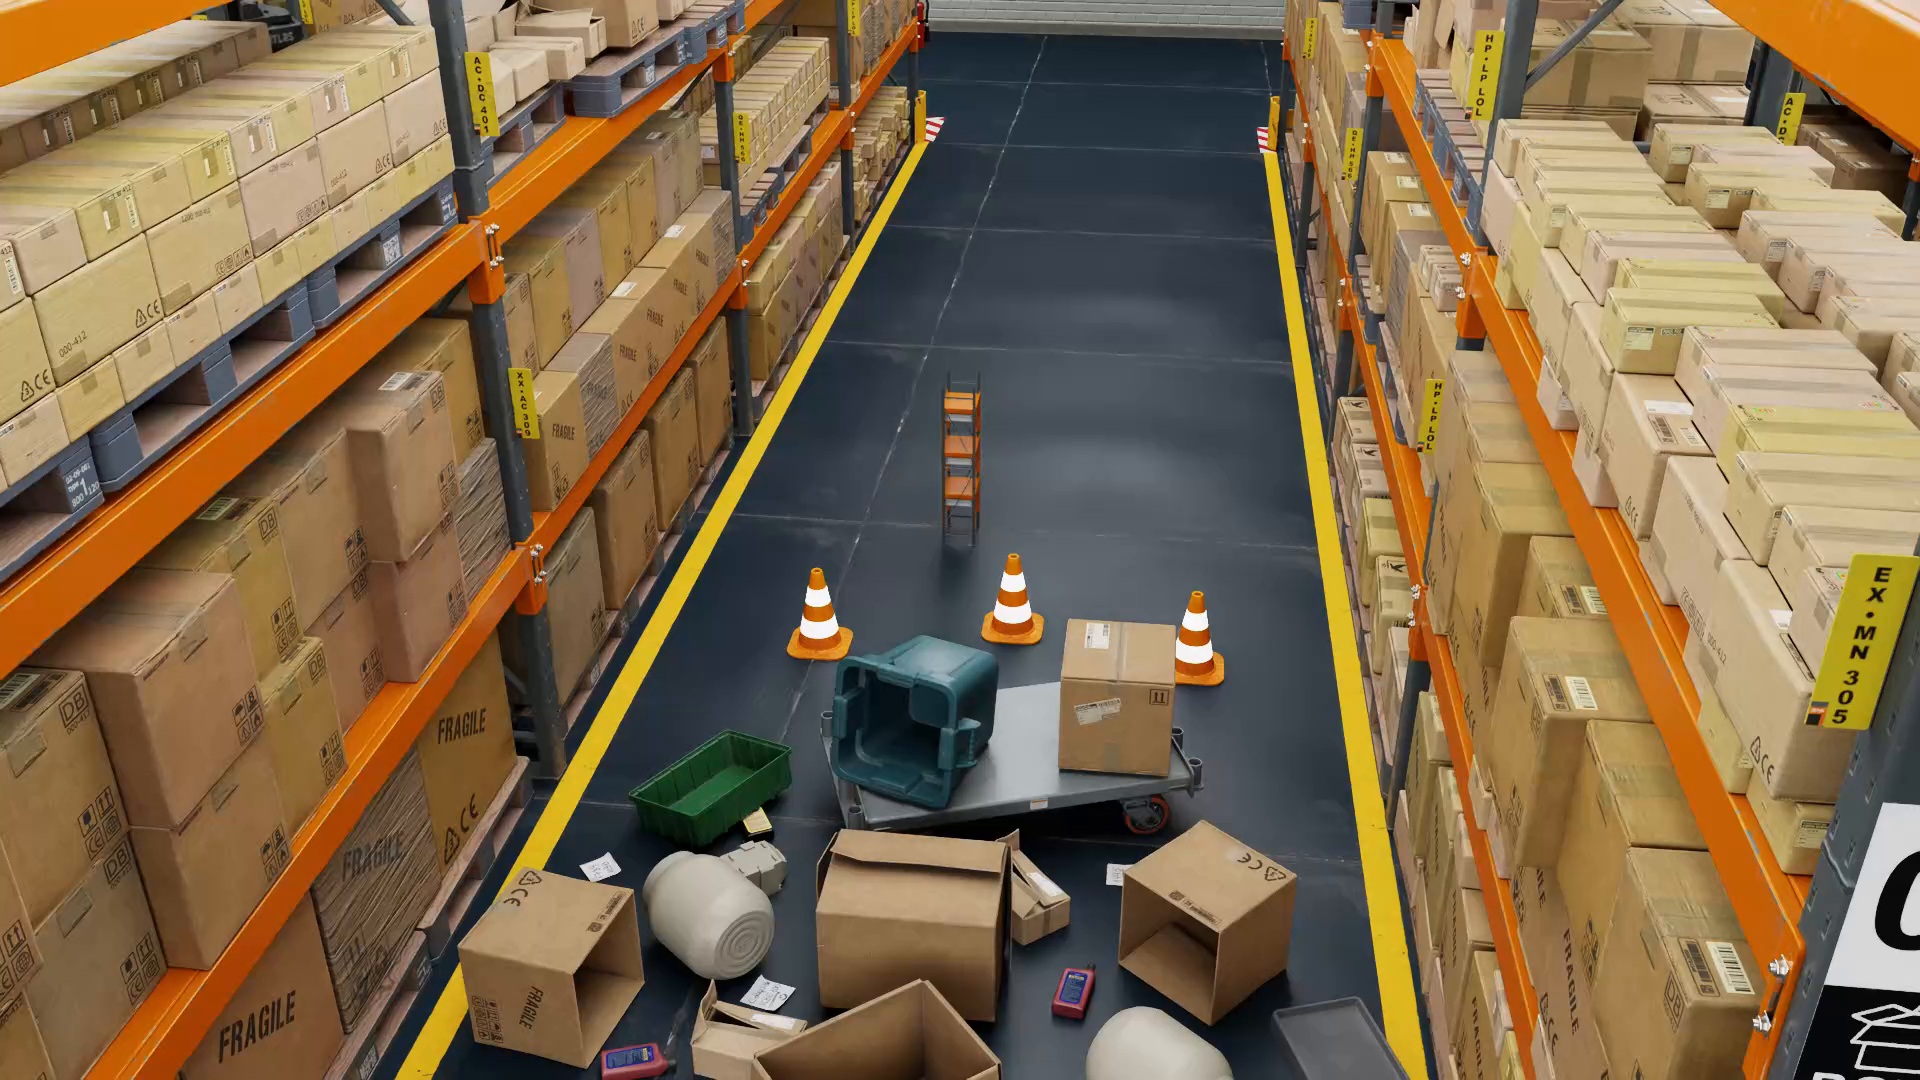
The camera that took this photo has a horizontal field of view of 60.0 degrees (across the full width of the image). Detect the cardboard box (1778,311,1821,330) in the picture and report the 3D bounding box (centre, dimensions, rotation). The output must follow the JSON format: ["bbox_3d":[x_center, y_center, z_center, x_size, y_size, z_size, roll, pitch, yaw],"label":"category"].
[{"bbox_3d":[2.519,-0.409,4.528,0.500,0.250,0.500,4,29,7],"label":"cardboard box"}]

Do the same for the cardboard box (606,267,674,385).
[{"bbox_3d":[-1.915,-1.192,9.194,0.500,0.500,0.500,4,29,7],"label":"cardboard box"}]

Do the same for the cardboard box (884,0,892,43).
[{"bbox_3d":[-0.956,-5.085,16.108,0.500,0.500,0.500,5,29,9],"label":"cardboard box"}]

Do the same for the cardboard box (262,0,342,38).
[{"bbox_3d":[-6.052,-4.911,15.257,0.500,0.500,0.500,3,28,6],"label":"cardboard box"}]

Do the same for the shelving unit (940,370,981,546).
[{"bbox_3d":[0.007,-0.487,10.048,0.215,1.050,0.252,3,28,6],"label":"shelving unit"}]

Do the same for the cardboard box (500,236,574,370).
[{"bbox_3d":[-2.318,-1.164,8.089,0.700,0.500,0.500,3,28,5],"label":"cardboard box"}]

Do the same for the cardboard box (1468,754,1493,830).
[{"bbox_3d":[1.968,0.878,5.722,0.380,0.149,0.250,3,29,6],"label":"cardboard box"}]

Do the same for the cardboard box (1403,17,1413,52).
[{"bbox_3d":[2.773,-2.918,9.606,0.380,0.149,0.250,3,28,6],"label":"cardboard box"}]

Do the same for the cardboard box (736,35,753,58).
[{"bbox_3d":[-1.959,-4.147,13.980,0.380,0.149,0.250,5,29,9],"label":"cardboard box"}]

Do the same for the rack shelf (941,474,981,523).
[{"bbox_3d":[0.007,-0.233,10.185,0.215,0.259,0.240,3,28,6],"label":"rack shelf"}]

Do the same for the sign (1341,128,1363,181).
[{"bbox_3d":[2.430,-2.387,10.297,0.100,0.325,0.005,3,28,6],"label":"sign"}]

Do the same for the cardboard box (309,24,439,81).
[{"bbox_3d":[-2.163,-1.803,6.148,0.380,0.149,0.250,3,28,6],"label":"cardboard box"}]

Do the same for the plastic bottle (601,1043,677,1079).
[{"bbox_3d":[-1.243,2.020,6.436,0.283,0.061,0.133,-6,29,-11],"label":"plastic bottle"}]

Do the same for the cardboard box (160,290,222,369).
[{"bbox_3d":[-2.379,-0.617,4.786,0.380,0.149,0.250,4,29,7],"label":"cardboard box"}]

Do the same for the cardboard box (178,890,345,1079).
[{"bbox_3d":[-2.801,1.692,5.744,0.875,0.875,0.875,3,28,5],"label":"cardboard box"}]

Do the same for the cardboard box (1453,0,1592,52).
[{"bbox_3d":[2.538,-2.385,7.540,0.500,0.250,0.500,4,29,7],"label":"cardboard box"}]

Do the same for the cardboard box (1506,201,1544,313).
[{"bbox_3d":[2.111,-0.915,5.467,0.500,0.250,0.500,3,28,6],"label":"cardboard box"}]

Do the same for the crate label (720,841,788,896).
[{"bbox_3d":[-0.926,1.464,7.388,0.298,0.136,0.250,-17,33,-29],"label":"crate label"}]

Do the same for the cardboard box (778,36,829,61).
[{"bbox_3d":[-1.310,-4.106,13.903,0.380,0.149,0.250,5,29,9],"label":"cardboard box"}]

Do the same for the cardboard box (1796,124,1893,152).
[{"bbox_3d":[8.575,-3.728,16.199,0.700,0.500,0.500,4,29,8],"label":"cardboard box"}]

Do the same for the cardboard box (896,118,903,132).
[{"bbox_3d":[-0.807,-4.403,17.510,0.380,0.149,0.250,2,28,4],"label":"cardboard box"}]

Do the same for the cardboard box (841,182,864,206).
[{"bbox_3d":[-1.092,-3.182,15.244,0.380,0.149,0.250,5,29,9],"label":"cardboard box"}]

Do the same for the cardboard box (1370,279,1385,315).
[{"bbox_3d":[2.555,-1.393,9.496,0.380,0.149,0.250,4,29,6],"label":"cardboard box"}]

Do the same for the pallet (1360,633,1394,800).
[{"bbox_3d":[2.585,0.897,8.362,1.003,0.211,1.213,3,28,6],"label":"pallet"}]

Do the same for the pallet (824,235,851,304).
[{"bbox_3d":[-1.548,-2.375,14.437,1.003,0.211,1.213,3,28,6],"label":"pallet"}]

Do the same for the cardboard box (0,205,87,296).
[{"bbox_3d":[-2.442,-0.728,4.152,0.380,0.149,0.250,3,28,5],"label":"cardboard box"}]

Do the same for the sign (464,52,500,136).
[{"bbox_3d":[-1.883,-1.755,6.554,0.100,0.325,0.005,3,28,6],"label":"sign"}]

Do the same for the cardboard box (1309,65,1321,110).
[{"bbox_3d":[3.137,-3.693,13.573,0.500,0.250,0.500,3,28,5],"label":"cardboard box"}]

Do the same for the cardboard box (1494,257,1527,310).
[{"bbox_3d":[2.119,-0.921,5.900,0.380,0.149,0.250,3,28,6],"label":"cardboard box"}]

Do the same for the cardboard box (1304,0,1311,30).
[{"bbox_3d":[3.325,-4.690,14.634,0.500,0.500,0.500,3,28,5],"label":"cardboard box"}]

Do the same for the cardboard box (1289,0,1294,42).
[{"bbox_3d":[3.583,-5.207,16.648,0.500,0.500,0.500,3,28,5],"label":"cardboard box"}]

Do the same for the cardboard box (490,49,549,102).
[{"bbox_3d":[-2.061,-2.116,7.570,0.250,0.149,0.380,3,28,6],"label":"cardboard box"}]

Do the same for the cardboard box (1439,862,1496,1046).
[{"bbox_3d":[2.031,1.490,5.987,0.500,0.500,0.500,5,29,9],"label":"cardboard box"}]

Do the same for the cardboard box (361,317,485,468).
[{"bbox_3d":[-2.514,-0.574,6.855,0.875,0.550,0.550,3,28,6],"label":"cardboard box"}]

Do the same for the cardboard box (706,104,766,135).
[{"bbox_3d":[-1.598,-2.996,11.843,0.380,0.149,0.250,2,28,4],"label":"cardboard box"}]

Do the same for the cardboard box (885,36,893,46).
[{"bbox_3d":[-0.877,-5.094,16.808,0.380,0.149,0.250,2,28,4],"label":"cardboard box"}]

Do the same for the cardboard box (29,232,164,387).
[{"bbox_3d":[-2.489,-0.624,4.380,0.500,0.250,0.500,3,28,6],"label":"cardboard box"}]

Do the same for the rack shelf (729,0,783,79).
[{"bbox_3d":[-1.699,-4.032,12.167,1.077,0.370,4.000,3,28,6],"label":"rack shelf"}]

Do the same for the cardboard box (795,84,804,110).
[{"bbox_3d":[-1.434,-3.484,13.063,0.380,0.149,0.250,2,28,4],"label":"cardboard box"}]

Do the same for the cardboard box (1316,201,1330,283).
[{"bbox_3d":[3.474,-2.682,13.864,0.875,0.875,0.875,4,29,8],"label":"cardboard box"}]

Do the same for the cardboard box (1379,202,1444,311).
[{"bbox_3d":[2.581,-1.512,9.032,0.500,0.500,0.500,4,29,7],"label":"cardboard box"}]

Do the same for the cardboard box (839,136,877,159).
[{"bbox_3d":[-1.010,-3.799,16.074,0.380,0.149,0.250,4,29,7],"label":"cardboard box"}]

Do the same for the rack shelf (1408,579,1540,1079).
[{"bbox_3d":[2.246,1.294,5.443,1.077,0.370,4.000,3,28,6],"label":"rack shelf"}]

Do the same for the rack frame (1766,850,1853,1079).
[{"bbox_3d":[2.001,1.919,3.525,1.000,3.000,0.127,3,28,6],"label":"rack frame"}]

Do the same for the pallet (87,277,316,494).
[{"bbox_3d":[-2.697,-0.528,4.999,1.003,0.211,1.213,3,28,6],"label":"pallet"}]

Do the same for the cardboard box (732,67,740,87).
[{"bbox_3d":[-2.020,-3.773,13.598,0.380,0.149,0.250,4,29,7],"label":"cardboard box"}]

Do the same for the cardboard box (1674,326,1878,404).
[{"bbox_3d":[2.009,-0.411,4.113,0.380,0.149,0.250,3,28,5],"label":"cardboard box"}]

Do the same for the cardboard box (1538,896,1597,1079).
[{"bbox_3d":[1.860,1.237,4.372,0.500,0.500,0.500,3,29,6],"label":"cardboard box"}]

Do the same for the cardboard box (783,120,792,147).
[{"bbox_3d":[-1.495,-3.107,12.676,0.380,0.149,0.250,2,28,5],"label":"cardboard box"}]

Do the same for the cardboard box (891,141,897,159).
[{"bbox_3d":[-0.857,-4.035,17.141,0.380,0.149,0.250,2,28,4],"label":"cardboard box"}]

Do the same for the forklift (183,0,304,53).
[{"bbox_3d":[-4.896,-1.895,10.678,1.130,2.935,3.031,20,34,32],"label":"forklift"}]

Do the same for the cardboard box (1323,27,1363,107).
[{"bbox_3d":[3.033,-3.546,12.510,0.500,0.500,0.500,3,28,5],"label":"cardboard box"}]

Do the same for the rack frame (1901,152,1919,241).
[{"bbox_3d":[8.398,-3.443,13.478,1.000,3.000,0.127,3,28,6],"label":"rack frame"}]

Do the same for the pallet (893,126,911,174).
[{"bbox_3d":[-1.108,-4.209,17.840,1.003,0.211,1.213,3,28,6],"label":"pallet"}]

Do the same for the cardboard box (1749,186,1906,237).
[{"bbox_3d":[2.691,-0.989,5.185,0.380,0.149,0.250,4,29,8],"label":"cardboard box"}]

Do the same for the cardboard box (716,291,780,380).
[{"bbox_3d":[-1.605,-1.489,12.045,0.500,0.500,0.500,2,28,4],"label":"cardboard box"}]
